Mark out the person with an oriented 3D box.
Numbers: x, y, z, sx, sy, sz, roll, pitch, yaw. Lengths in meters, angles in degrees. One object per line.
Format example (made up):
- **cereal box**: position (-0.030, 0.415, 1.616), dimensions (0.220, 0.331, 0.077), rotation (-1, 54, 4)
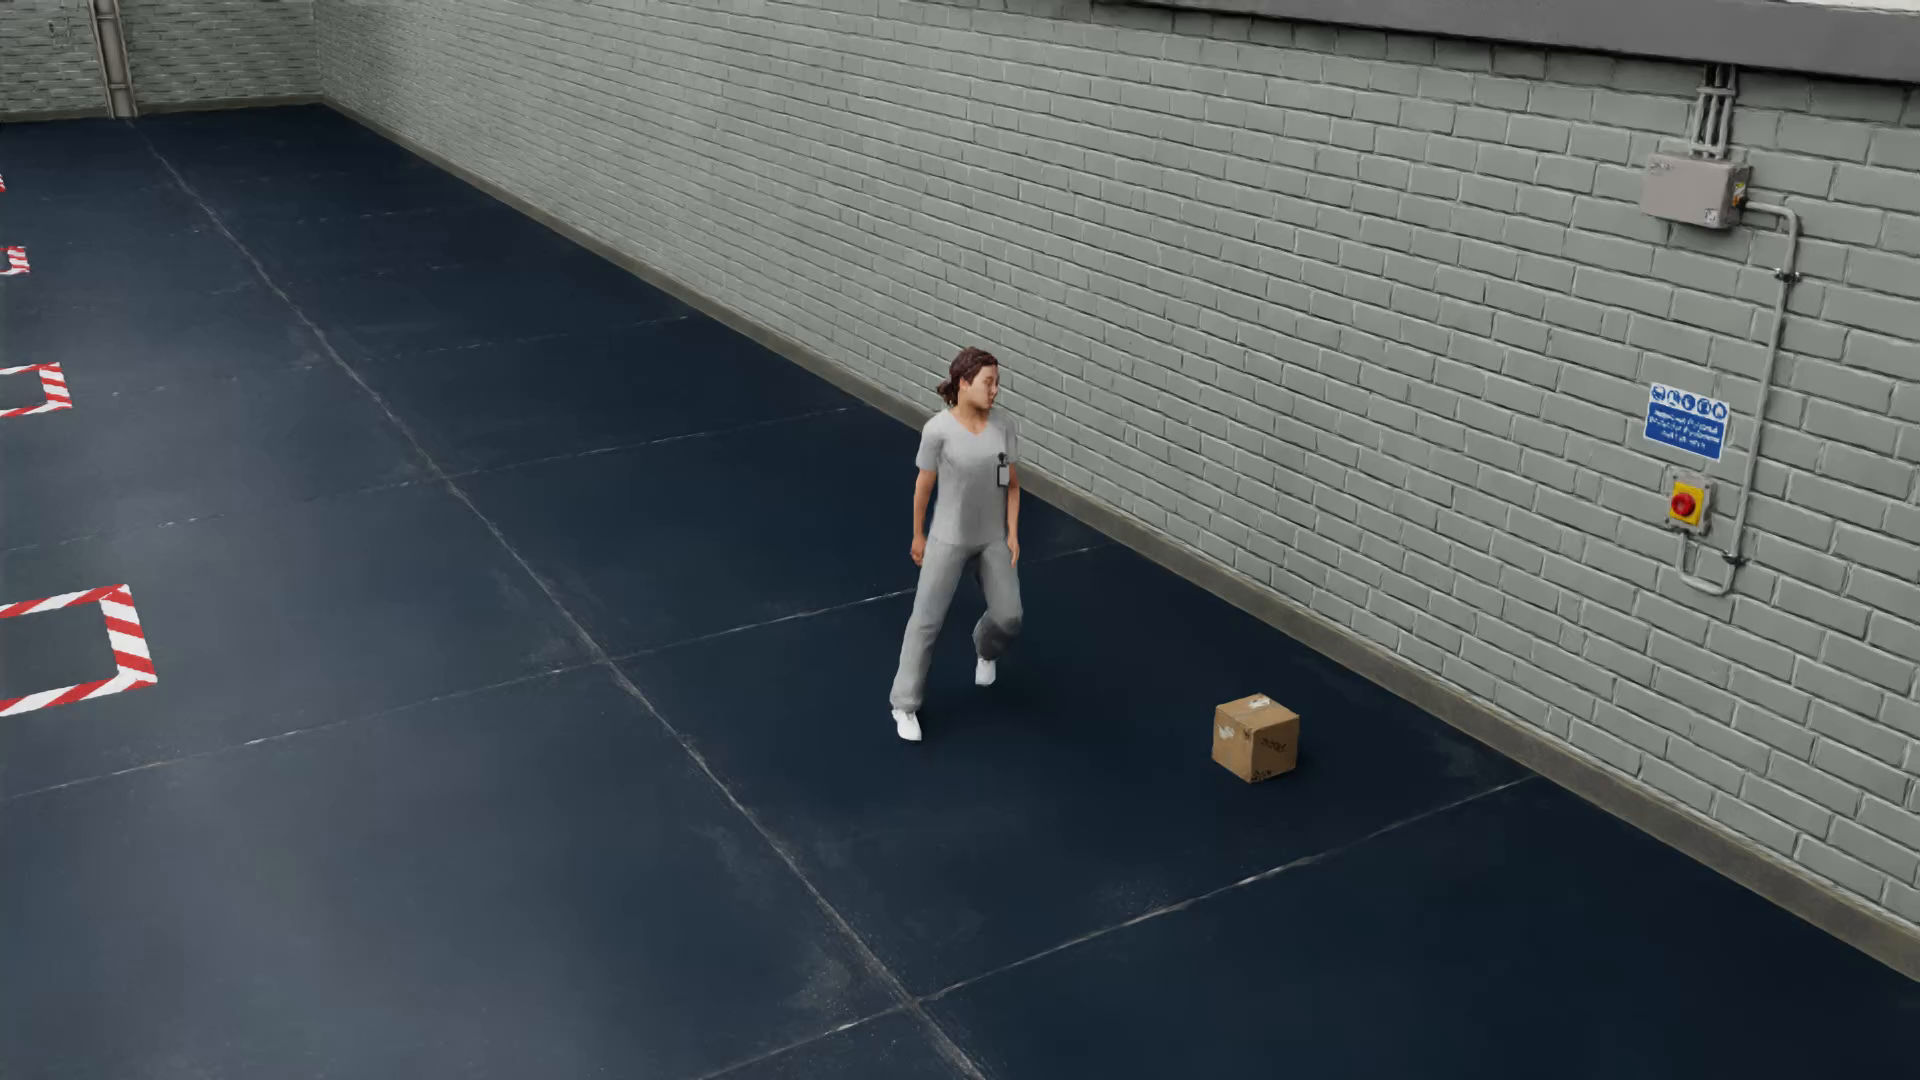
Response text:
- **person**: position (-0.029, 0.002, 7.122), dimensions (0.631, 1.647, 0.540), rotation (-10, 24, -23)
